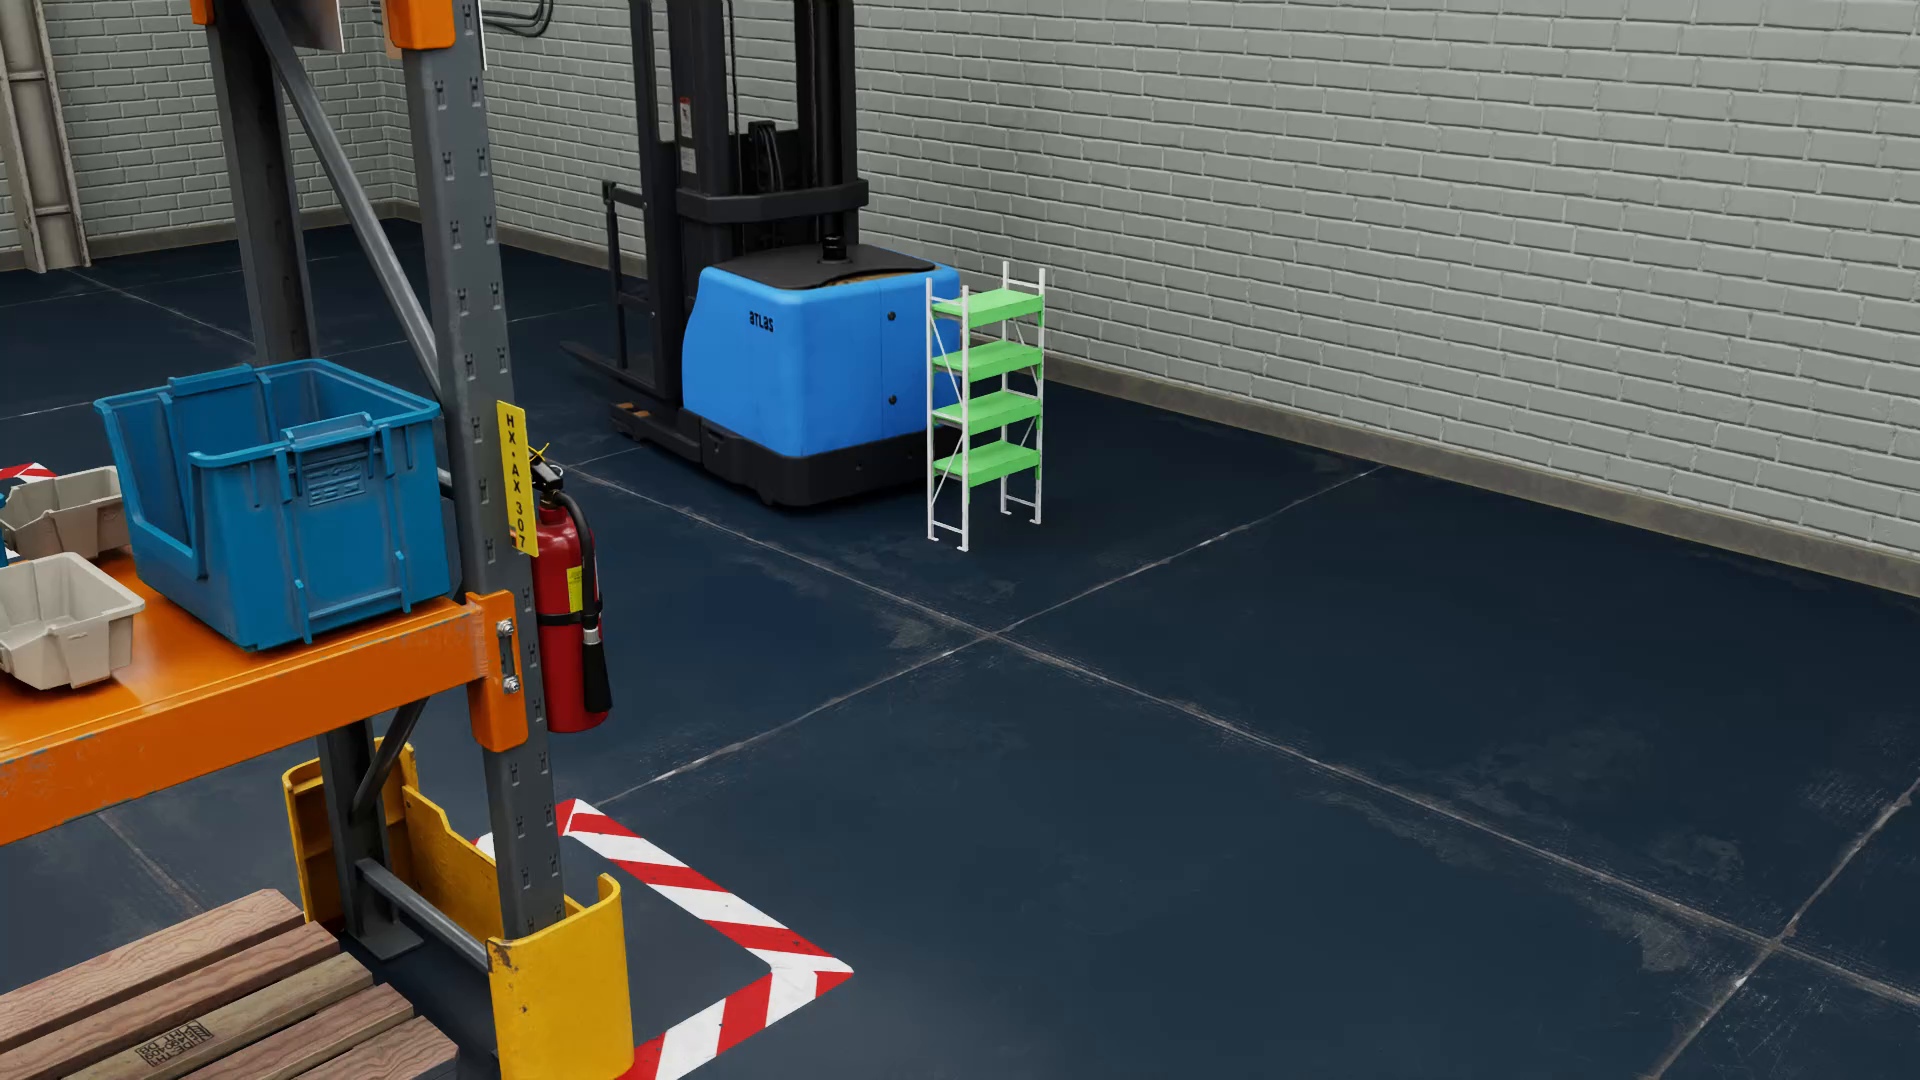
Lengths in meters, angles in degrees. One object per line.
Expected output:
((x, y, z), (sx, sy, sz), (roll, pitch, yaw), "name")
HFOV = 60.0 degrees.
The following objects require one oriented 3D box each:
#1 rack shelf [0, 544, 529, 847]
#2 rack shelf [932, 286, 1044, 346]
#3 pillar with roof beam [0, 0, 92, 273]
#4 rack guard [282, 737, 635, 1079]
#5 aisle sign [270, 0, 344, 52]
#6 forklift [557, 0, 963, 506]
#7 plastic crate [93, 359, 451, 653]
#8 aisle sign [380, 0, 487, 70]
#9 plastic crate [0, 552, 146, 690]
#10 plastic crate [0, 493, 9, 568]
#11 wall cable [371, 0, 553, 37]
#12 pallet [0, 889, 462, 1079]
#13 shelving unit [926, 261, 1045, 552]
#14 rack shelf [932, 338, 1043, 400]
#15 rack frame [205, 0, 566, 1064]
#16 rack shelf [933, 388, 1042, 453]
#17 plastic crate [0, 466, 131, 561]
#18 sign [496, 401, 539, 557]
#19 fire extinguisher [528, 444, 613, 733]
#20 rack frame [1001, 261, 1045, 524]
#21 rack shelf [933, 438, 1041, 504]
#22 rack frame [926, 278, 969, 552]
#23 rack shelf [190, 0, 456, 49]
((-2.731, 0.665, 2.665), (1.077, 0.370, 4.000), (19, 28, 41), "rack shelf")
((0.115, -0.991, 7.321), (0.258, 0.148, 0.480), (19, 28, 41), "rack shelf")
((-4.086, -5.297, 8.814), (9.100, 9.000, 0.400), (19, 28, 41), "pillar with roof beam")
((-1.328, 0.973, 4.347), (1.175, 0.500, 0.348), (19, 28, 41), "rack guard")
((-1.498, -1.491, 3.649), (0.394, 0.787, 0.004), (19, 28, 41), "aisle sign")
((-1.267, -1.990, 8.667), (1.130, 2.935, 3.031), (-15, 26, -34), "forklift")
((-1.435, -0.096, 3.511), (0.616, 0.435, 0.499), (19, 28, 41), "plastic crate")
((-1.075, -1.343, 3.265), (0.394, 0.787, 0.004), (19, 28, 41), "aisle sign")
((-1.775, 0.166, 3.247), (0.396, 0.136, 0.243), (19, 28, 41), "plastic crate")
((-2.203, 0.016, 3.502), (0.416, 0.233, 0.300), (19, 28, 41), "plastic crate")
((-4.232, -5.379, 13.355), (3.097, 2.526, 0.112), (19, 28, 41), "wall cable")
((-1.939, 1.319, 3.848), (1.003, 0.211, 1.213), (19, 28, 41), "pallet")
((0.115, -0.603, 7.470), (0.258, 1.200, 0.503), (19, 28, 41), "shelving unit")
((0.115, -0.767, 7.407), (0.258, 0.148, 0.480), (19, 28, 41), "rack shelf")
((-1.336, -0.184, 3.874), (1.000, 3.000, 0.127), (19, 28, 41), "rack frame")
((0.115, -0.543, 7.493), (0.258, 0.148, 0.480), (19, 28, 41), "rack shelf")
((-2.027, -0.047, 3.799), (0.250, 0.136, 0.298), (19, 28, 41), "plastic crate")
((-0.930, -0.127, 3.497), (0.100, 0.325, 0.005), (19, 28, 41), "sign")
((-0.905, 0.101, 3.759), (0.296, 0.674, 0.183), (19, 28, 41), "fire extinguisher")
((0.286, -0.665, 7.633), (0.240, 1.200, 0.015), (19, 28, 41), "rack frame")
((0.115, -0.319, 7.579), (0.258, 0.148, 0.480), (19, 28, 41), "rack shelf")
((-0.055, -0.540, 7.307), (0.240, 1.200, 0.015), (19, 28, 41), "rack frame")
((-2.731, -0.735, 2.127), (1.077, 0.370, 4.000), (19, 28, 41), "rack shelf")
